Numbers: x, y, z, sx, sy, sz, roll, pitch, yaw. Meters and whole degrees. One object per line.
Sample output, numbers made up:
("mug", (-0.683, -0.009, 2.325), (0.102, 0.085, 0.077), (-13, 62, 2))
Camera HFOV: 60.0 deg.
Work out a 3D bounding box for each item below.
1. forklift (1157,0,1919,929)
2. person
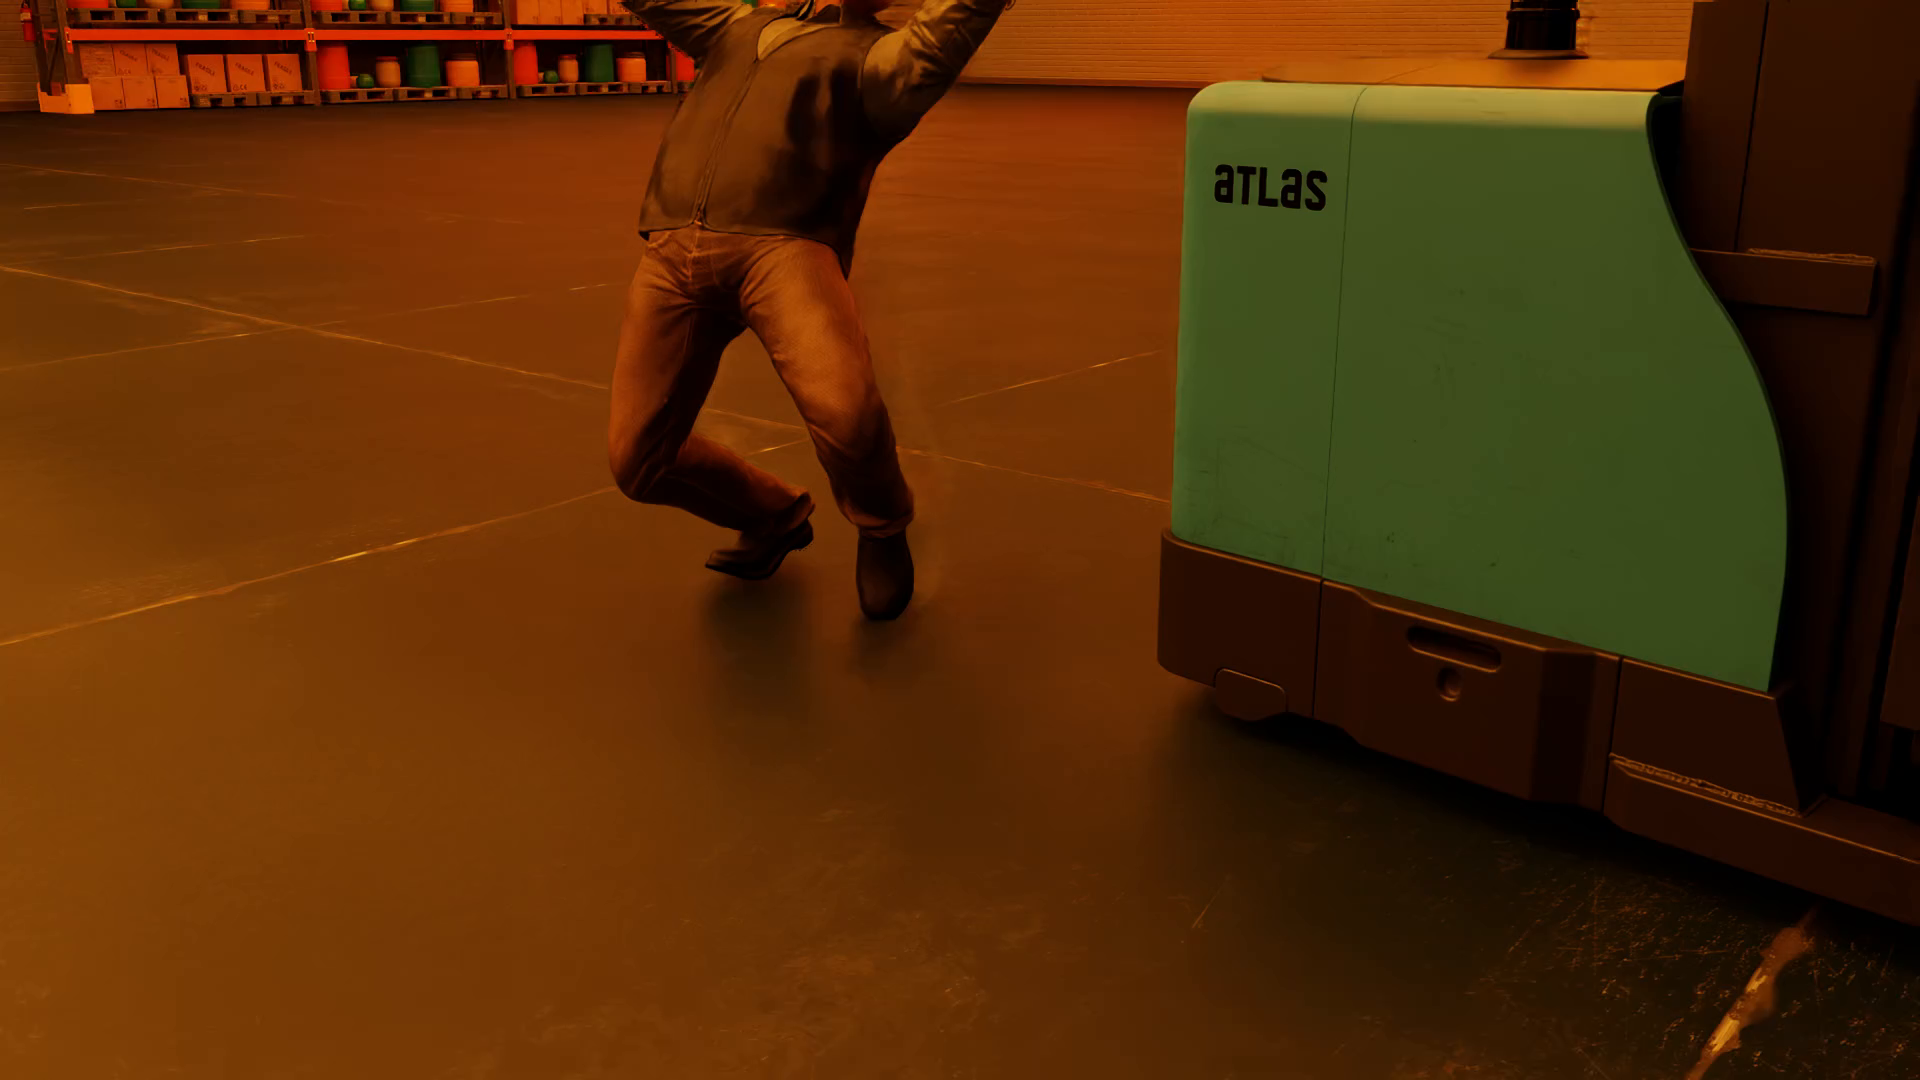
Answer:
("forklift", (1.751, -0.914, 1.906), (3.031, 2.935, 1.130), (16, 23, 43))
("person", (-0.276, -0.631, 3.314), (0.949, 1.599, 0.751), (8, 18, 23))
